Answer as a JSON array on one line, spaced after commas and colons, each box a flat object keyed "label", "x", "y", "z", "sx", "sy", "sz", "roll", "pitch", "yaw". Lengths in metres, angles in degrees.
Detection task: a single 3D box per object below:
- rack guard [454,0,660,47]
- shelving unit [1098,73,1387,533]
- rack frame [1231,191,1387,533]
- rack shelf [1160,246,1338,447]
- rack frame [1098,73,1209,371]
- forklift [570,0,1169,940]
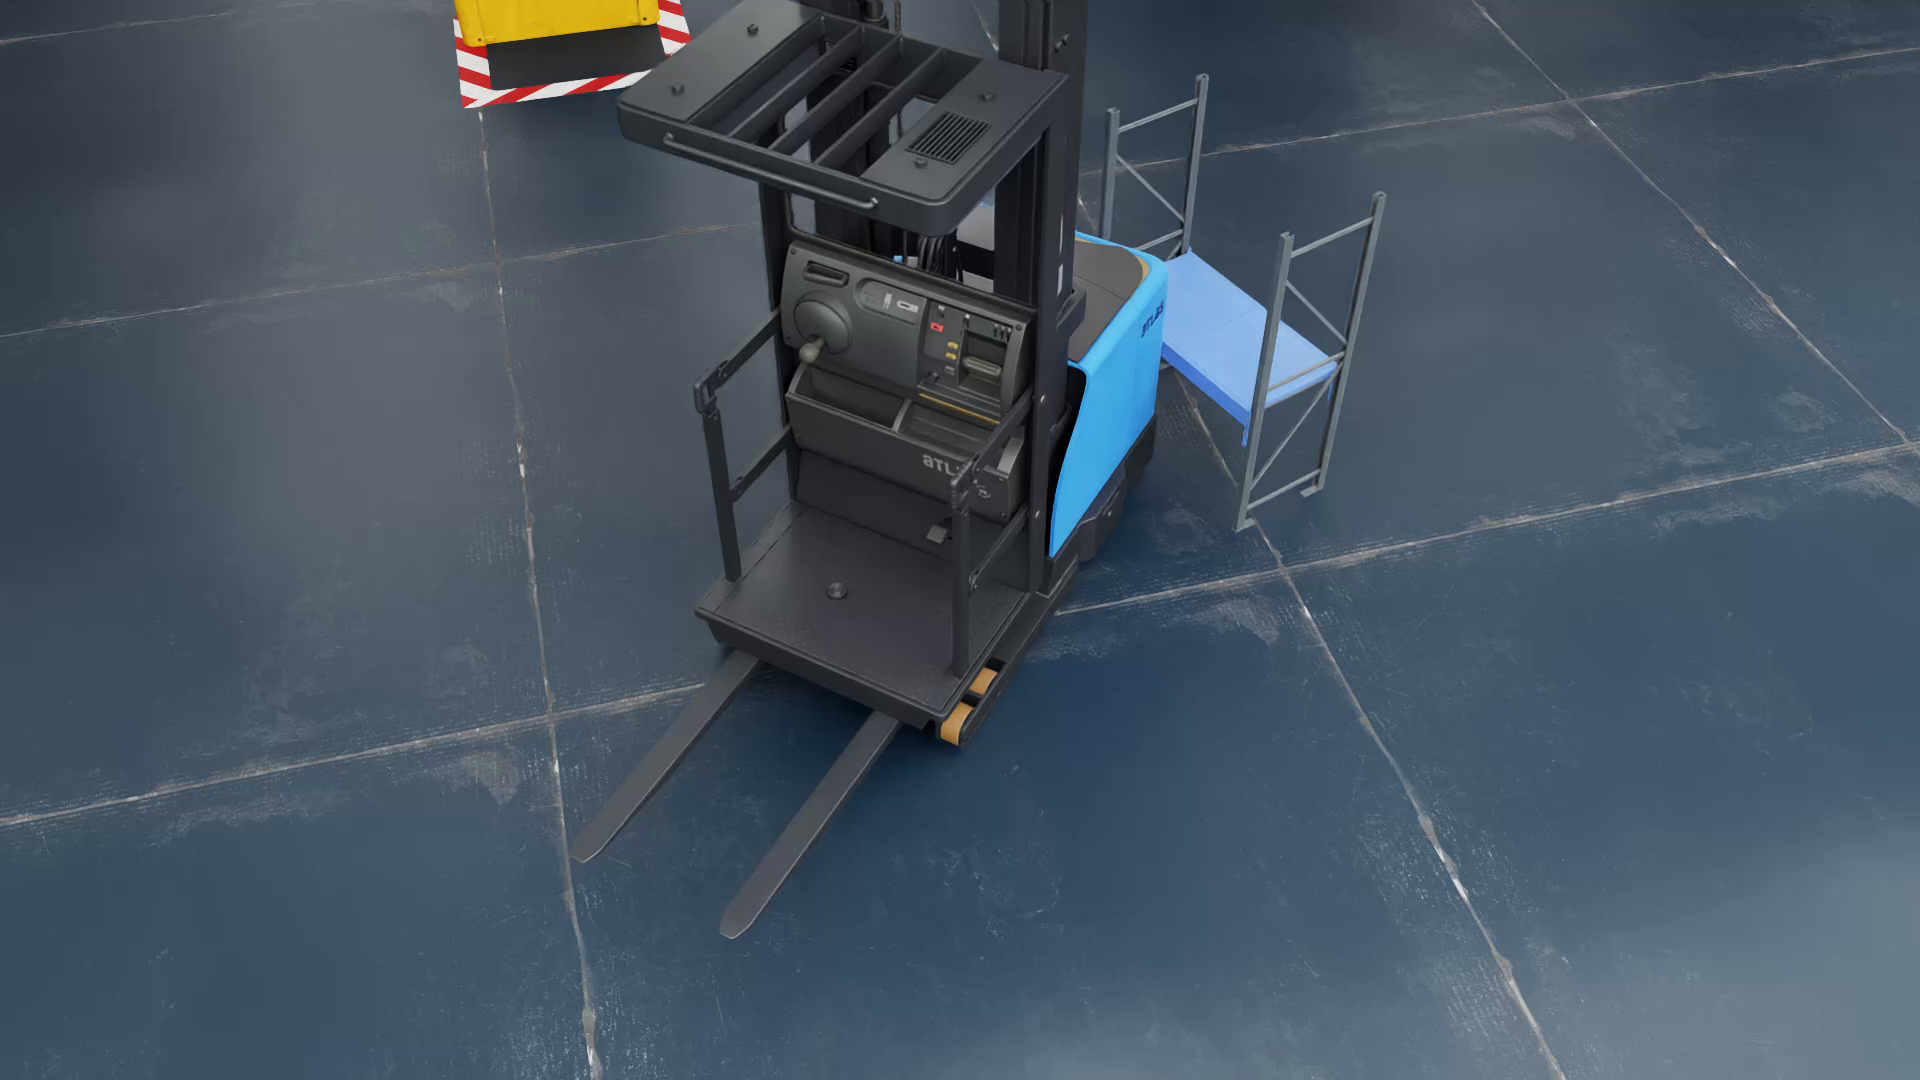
[{"label": "rack guard", "x": -2.417, "y": -3.317, "z": 9.901, "sx": 1.175, "sy": 0.500, "sz": 0.348, "roll": -11, "pitch": 47, "yaw": -10}, {"label": "shelving unit", "x": 1.080, "y": -0.963, "z": 6.894, "sx": 0.538, "sy": 1.500, "sz": 1.048, "roll": -26, "pitch": 51, "yaw": -23}, {"label": "rack frame", "x": 1.364, "y": -0.662, "z": 6.599, "sx": 0.500, "sy": 1.500, "sz": 0.032, "roll": -26, "pitch": 51, "yaw": -23}, {"label": "rack shelf", "x": 1.080, "y": -0.837, "z": 7.022, "sx": 0.538, "sy": 0.185, "sz": 1.000, "roll": -26, "pitch": 51, "yaw": -23}, {"label": "rack frame", "x": 0.795, "y": -1.263, "z": 7.189, "sx": 0.500, "sy": 1.500, "sz": 0.032, "roll": -26, "pitch": 51, "yaw": -23}, {"label": "forklift", "x": -0.304, "y": -0.630, "z": 5.566, "sx": 1.130, "sy": 2.935, "sz": 3.031, "roll": 21, "pitch": 49, "yaw": 20}]
